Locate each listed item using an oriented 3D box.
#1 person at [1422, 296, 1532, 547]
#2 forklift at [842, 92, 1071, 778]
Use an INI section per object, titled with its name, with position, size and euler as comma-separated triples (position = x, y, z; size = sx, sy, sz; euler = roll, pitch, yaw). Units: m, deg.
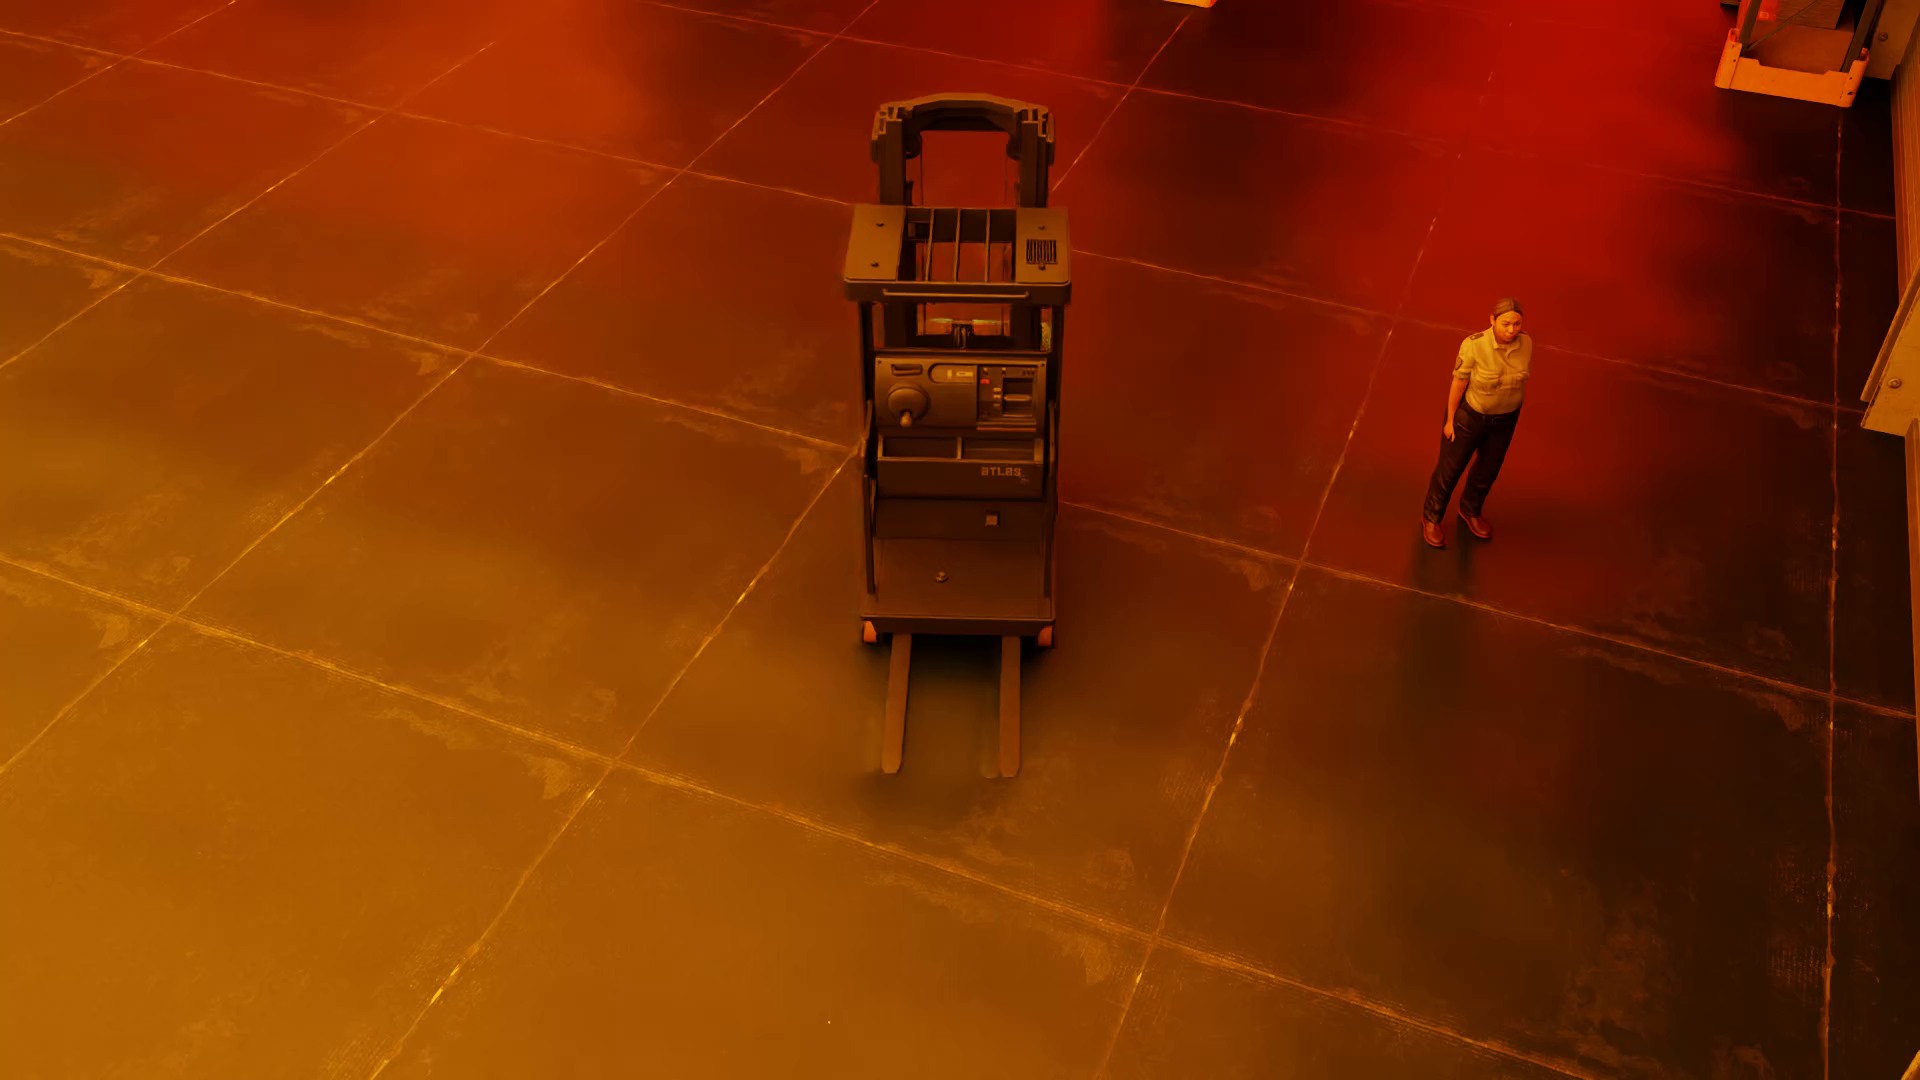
[person]
position = 3.093, -0.705, 9.862
size = 0.479, 1.639, 0.348
euler = -8, 41, -9
[forklift]
position = -0.002, -0.721, 8.867
size = 1.130, 2.935, 3.031
euler = 1, 40, 1
